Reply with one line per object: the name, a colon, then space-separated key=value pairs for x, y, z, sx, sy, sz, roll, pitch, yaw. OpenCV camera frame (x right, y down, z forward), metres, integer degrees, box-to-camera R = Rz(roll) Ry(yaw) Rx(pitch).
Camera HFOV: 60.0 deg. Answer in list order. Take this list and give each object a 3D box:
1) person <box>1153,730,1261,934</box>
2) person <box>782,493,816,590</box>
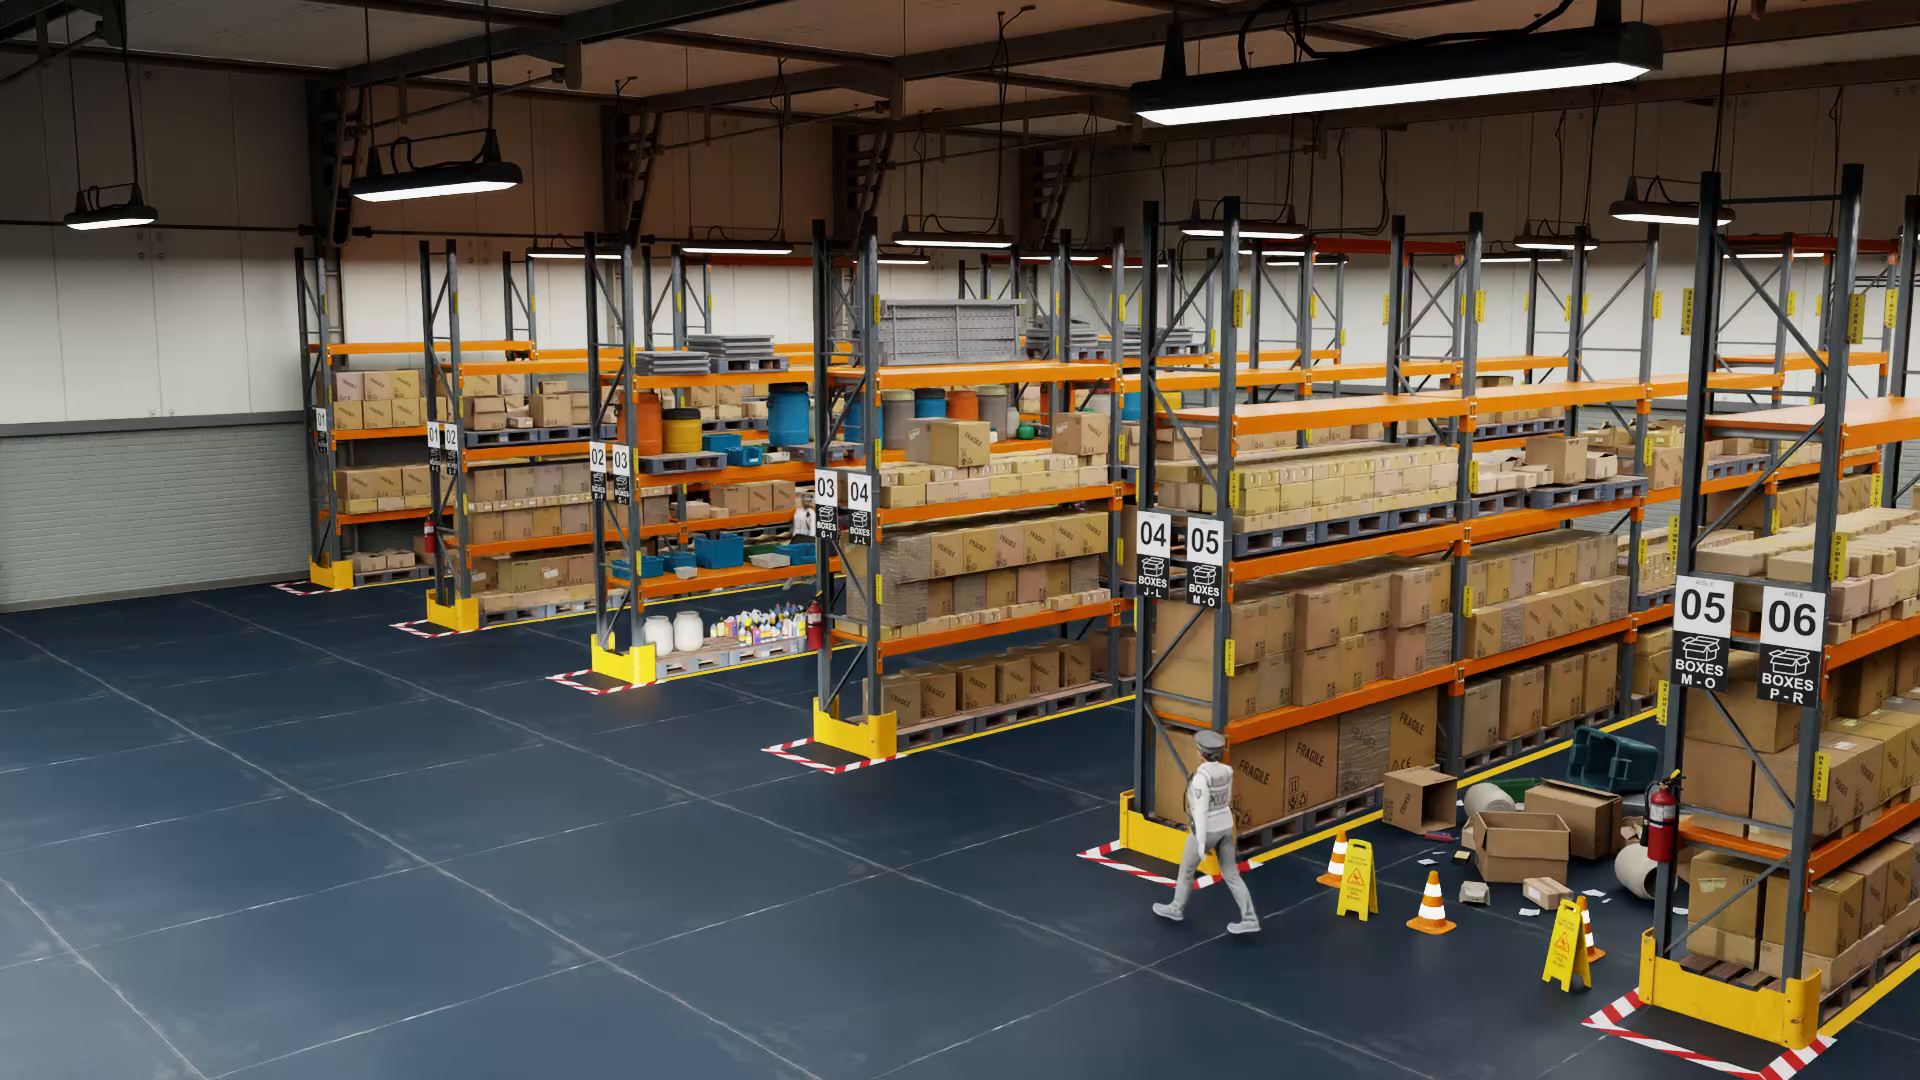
person: x=2.038 y=2.368 z=13.584 sx=0.513 sy=1.635 sz=0.969 roll=-7 pitch=11 yaw=-39
person: x=-2.695 y=0.017 z=28.146 sx=0.507 sy=1.601 sz=0.688 roll=3 pitch=9 yaw=22
